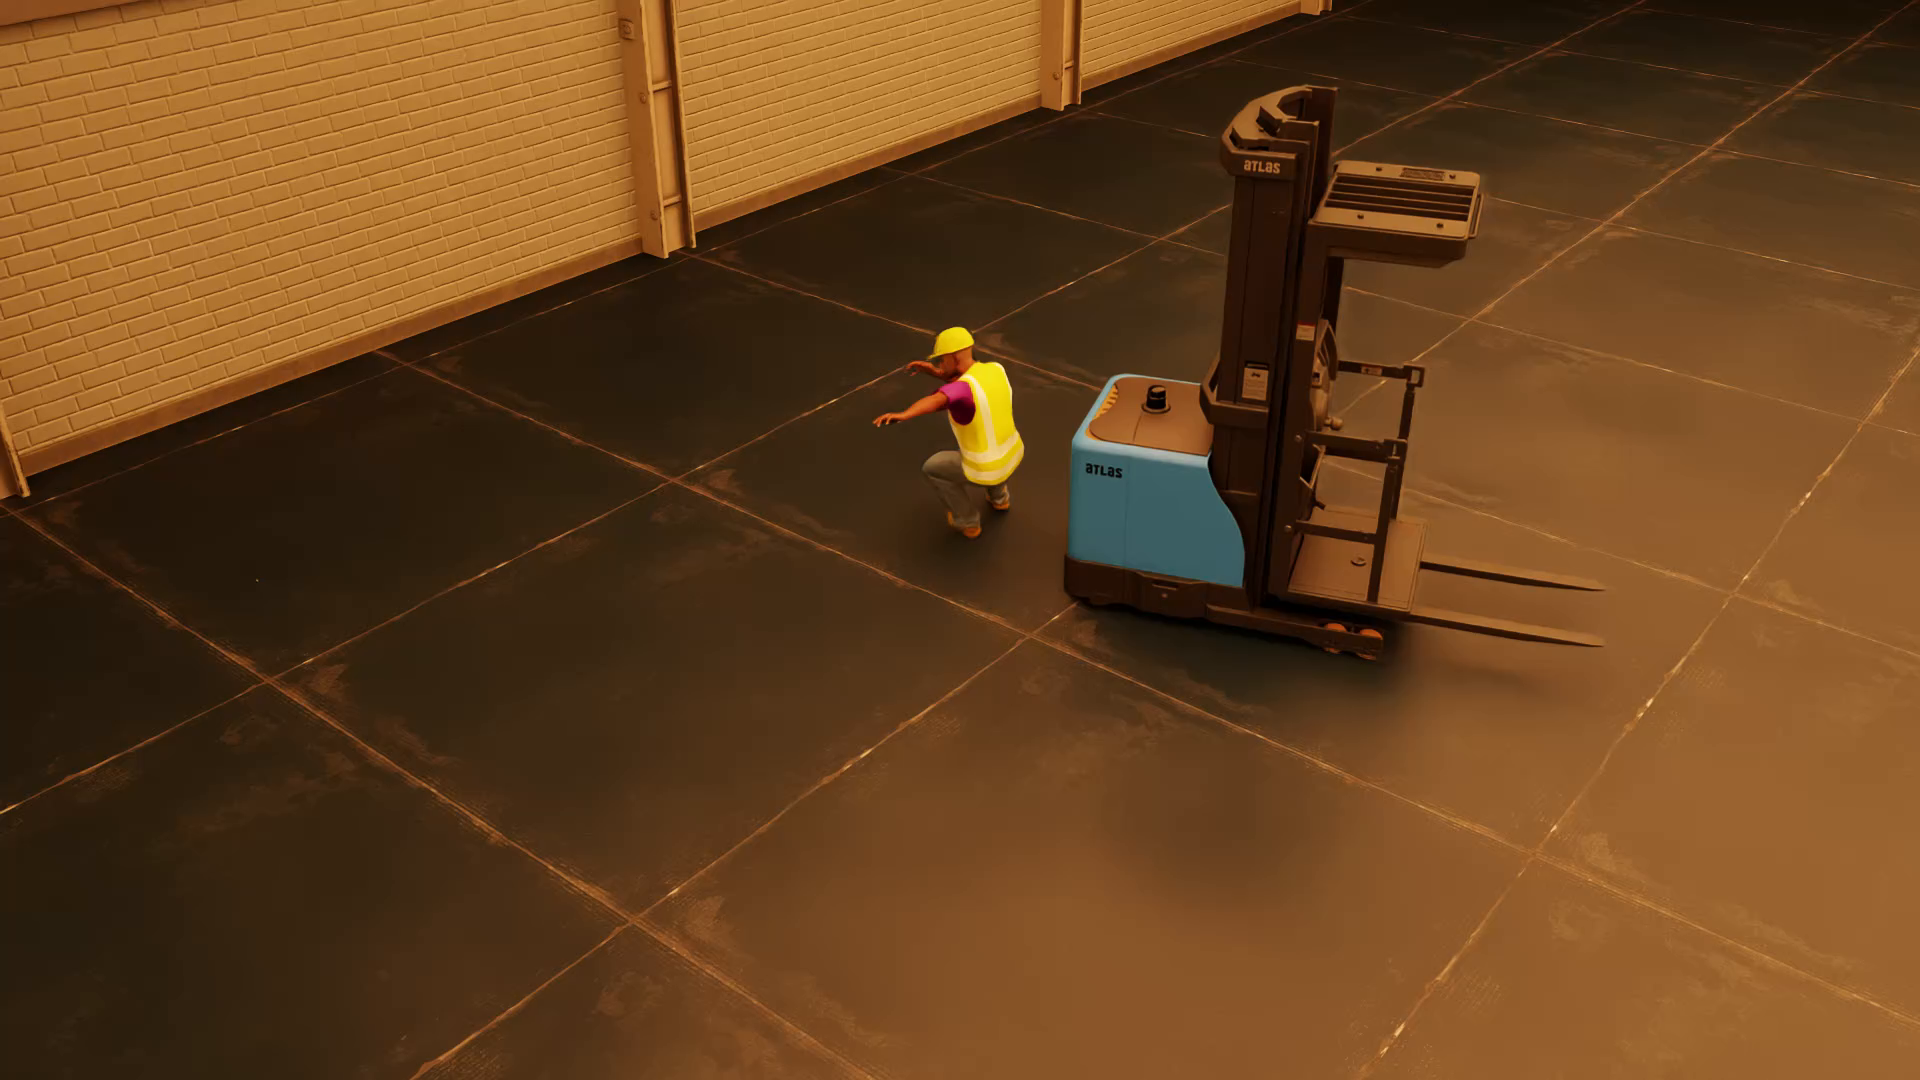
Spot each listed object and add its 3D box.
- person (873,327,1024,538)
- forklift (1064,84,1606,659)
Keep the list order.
[{"bbox_3d":[-0.061,-0.562,10.035,0.783,1.457,1.599,18,35,28],"label":"person"},{"bbox_3d":[2.190,-0.897,9.131,3.031,2.935,1.130,10,32,16],"label":"forklift"}]
